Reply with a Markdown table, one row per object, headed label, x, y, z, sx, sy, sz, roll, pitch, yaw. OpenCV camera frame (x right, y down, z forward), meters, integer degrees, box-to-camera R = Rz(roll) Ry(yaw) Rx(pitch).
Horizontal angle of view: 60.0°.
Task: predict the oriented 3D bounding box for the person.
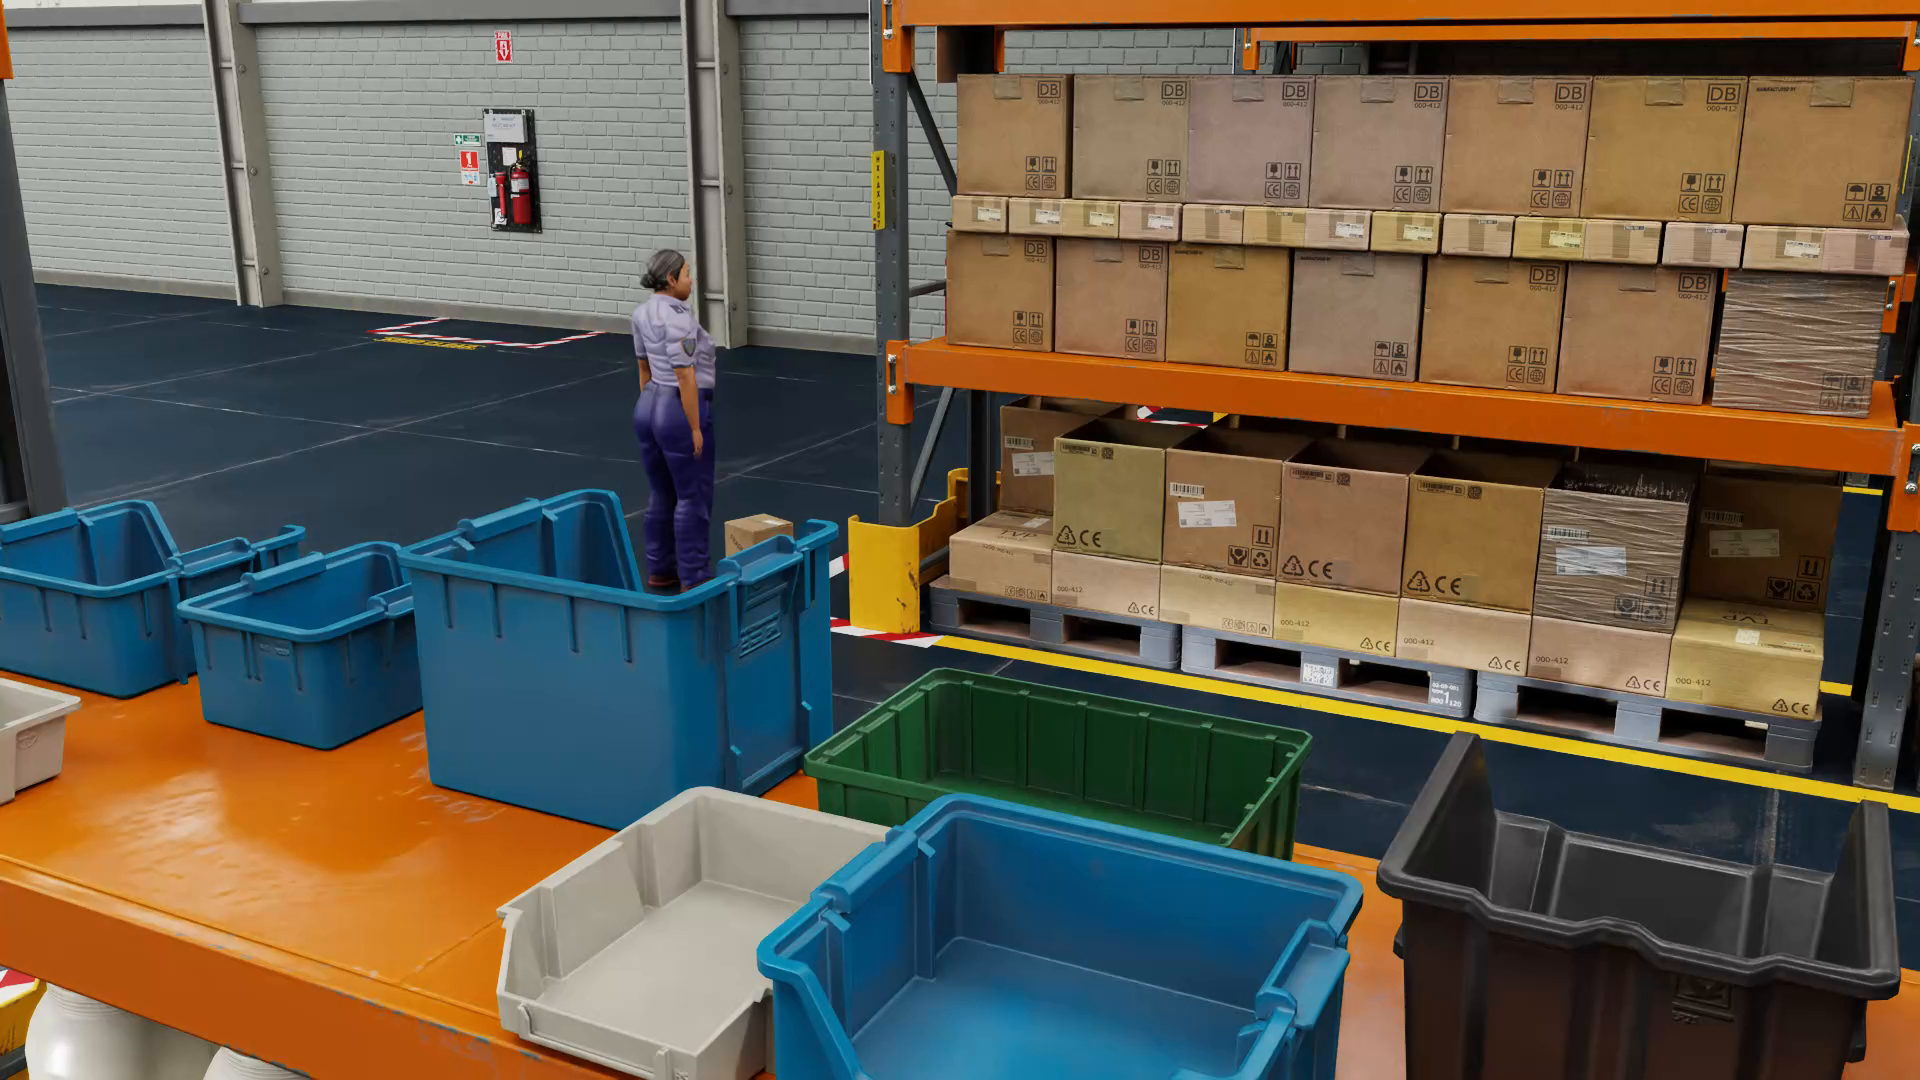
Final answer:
| label | x | y | z | sx | sy | sz | roll | pitch | yaw |
| --- | --- | --- | --- | --- | --- | --- | --- | --- | --- |
| person | -1.349 | -0.556 | 7.954 | 0.368 | 1.657 | 0.489 | -14 | 21 | -39 |
